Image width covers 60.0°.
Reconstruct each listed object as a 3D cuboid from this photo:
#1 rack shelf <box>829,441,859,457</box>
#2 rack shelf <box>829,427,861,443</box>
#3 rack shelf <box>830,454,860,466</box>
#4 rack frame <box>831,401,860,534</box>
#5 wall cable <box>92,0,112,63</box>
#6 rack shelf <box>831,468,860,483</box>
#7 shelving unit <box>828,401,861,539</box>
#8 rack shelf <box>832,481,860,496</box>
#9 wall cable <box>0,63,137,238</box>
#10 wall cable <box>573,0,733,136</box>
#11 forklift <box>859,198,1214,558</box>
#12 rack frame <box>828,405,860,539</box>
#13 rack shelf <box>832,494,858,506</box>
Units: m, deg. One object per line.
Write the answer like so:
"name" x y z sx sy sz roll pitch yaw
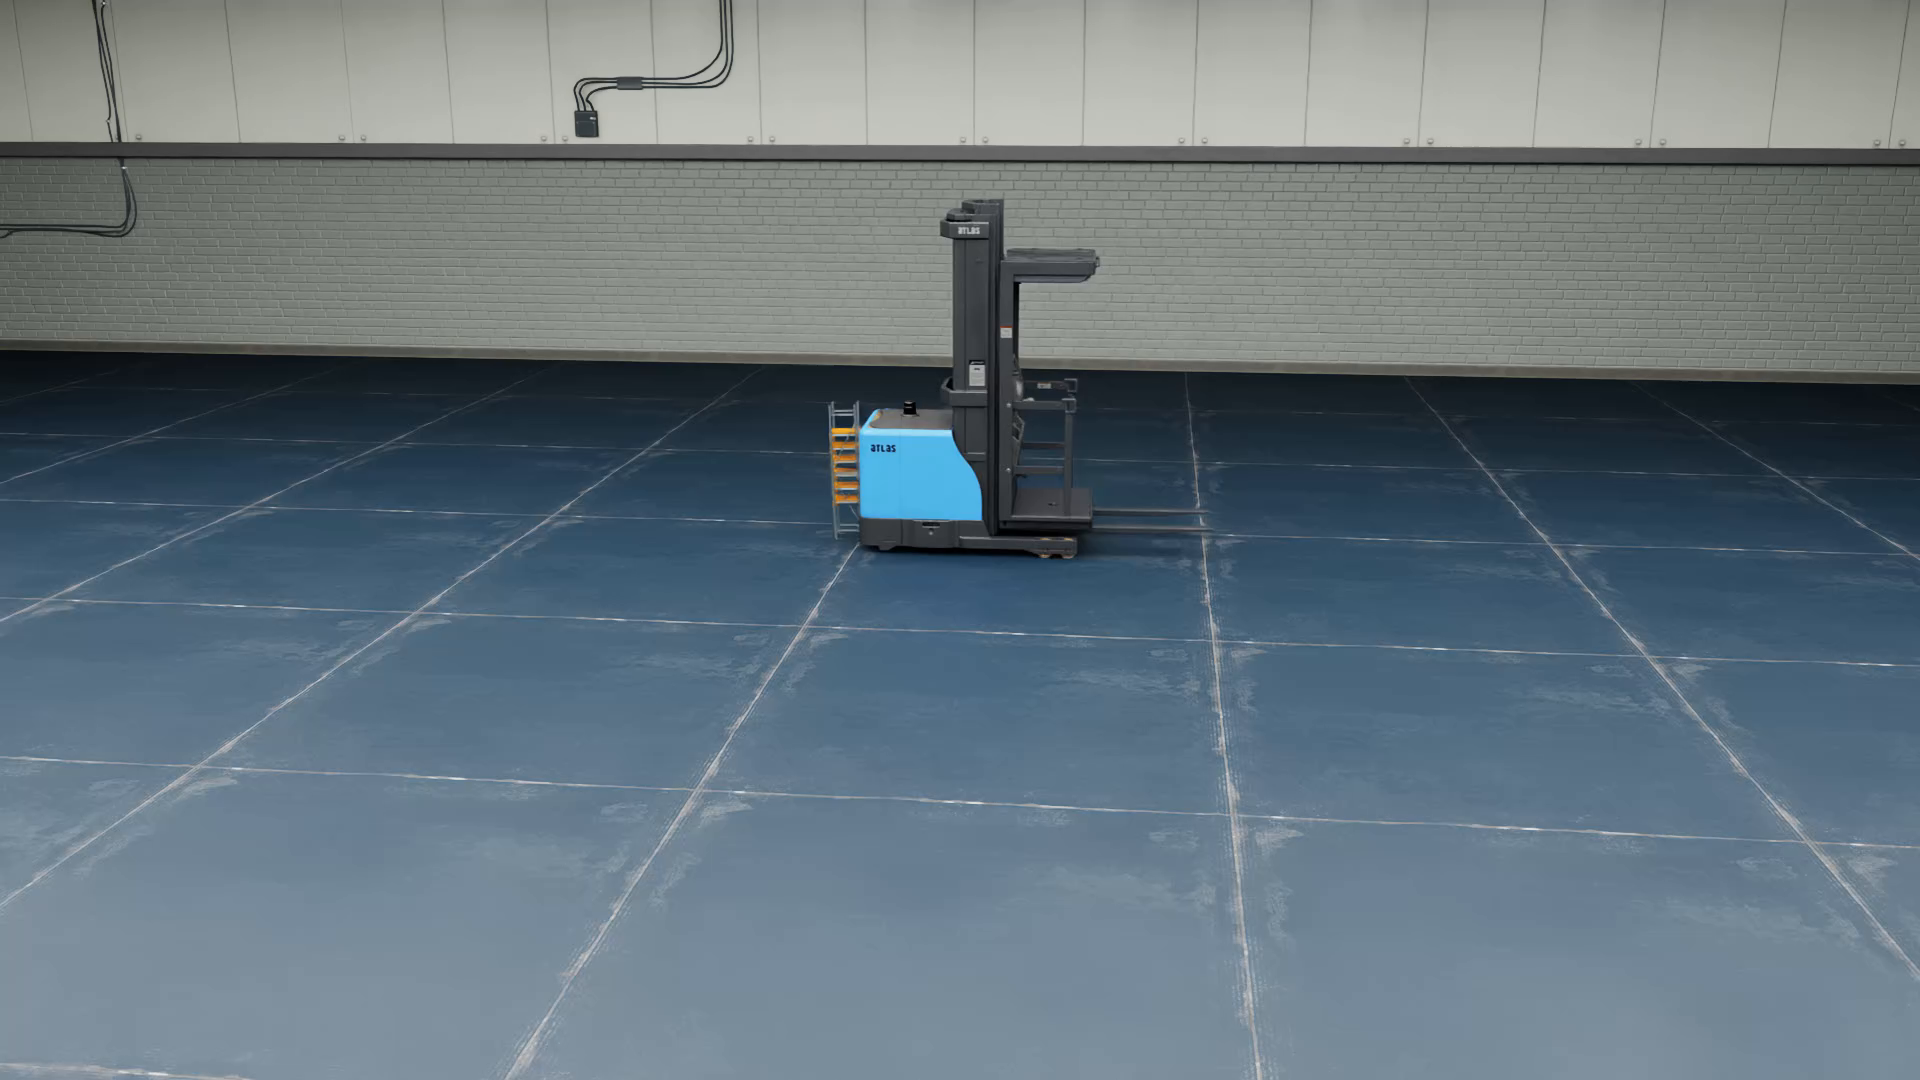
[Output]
"rack shelf" -1.001 -0.800 14.558 0.258 0.103 0.180 -1 15 5
"rack shelf" -1.005 -0.916 14.527 0.258 0.103 0.180 -1 15 5
"rack shelf" -0.997 -0.684 14.589 0.258 0.103 0.180 -1 15 5
"rack frame" -0.988 -0.635 14.697 0.240 1.200 0.006 -1 15 5
"wall cable" -11.024 -8.075 23.559 3.097 2.526 0.112 2 15 6
"rack shelf" -0.994 -0.568 14.620 0.258 0.103 0.180 -1 15 5
"shelving unit" -0.995 -0.611 14.608 0.258 1.200 0.189 -1 15 5
"rack shelf" -0.990 -0.453 14.651 0.258 0.103 0.180 -1 15 5
"wall cable" -13.712 -5.717 24.512 3.097 2.526 0.112 2 15 6
"wall cable" -4.281 -8.574 22.614 2.305 6.003 0.169 2 15 6
"forklift" 0.677 -1.406 14.246 3.031 2.935 1.130 1 15 4
"rack frame" -1.002 -0.588 14.520 0.240 1.200 0.006 -1 15 5
"rack shelf" -0.986 -0.337 14.682 0.258 0.103 0.180 -1 15 5
